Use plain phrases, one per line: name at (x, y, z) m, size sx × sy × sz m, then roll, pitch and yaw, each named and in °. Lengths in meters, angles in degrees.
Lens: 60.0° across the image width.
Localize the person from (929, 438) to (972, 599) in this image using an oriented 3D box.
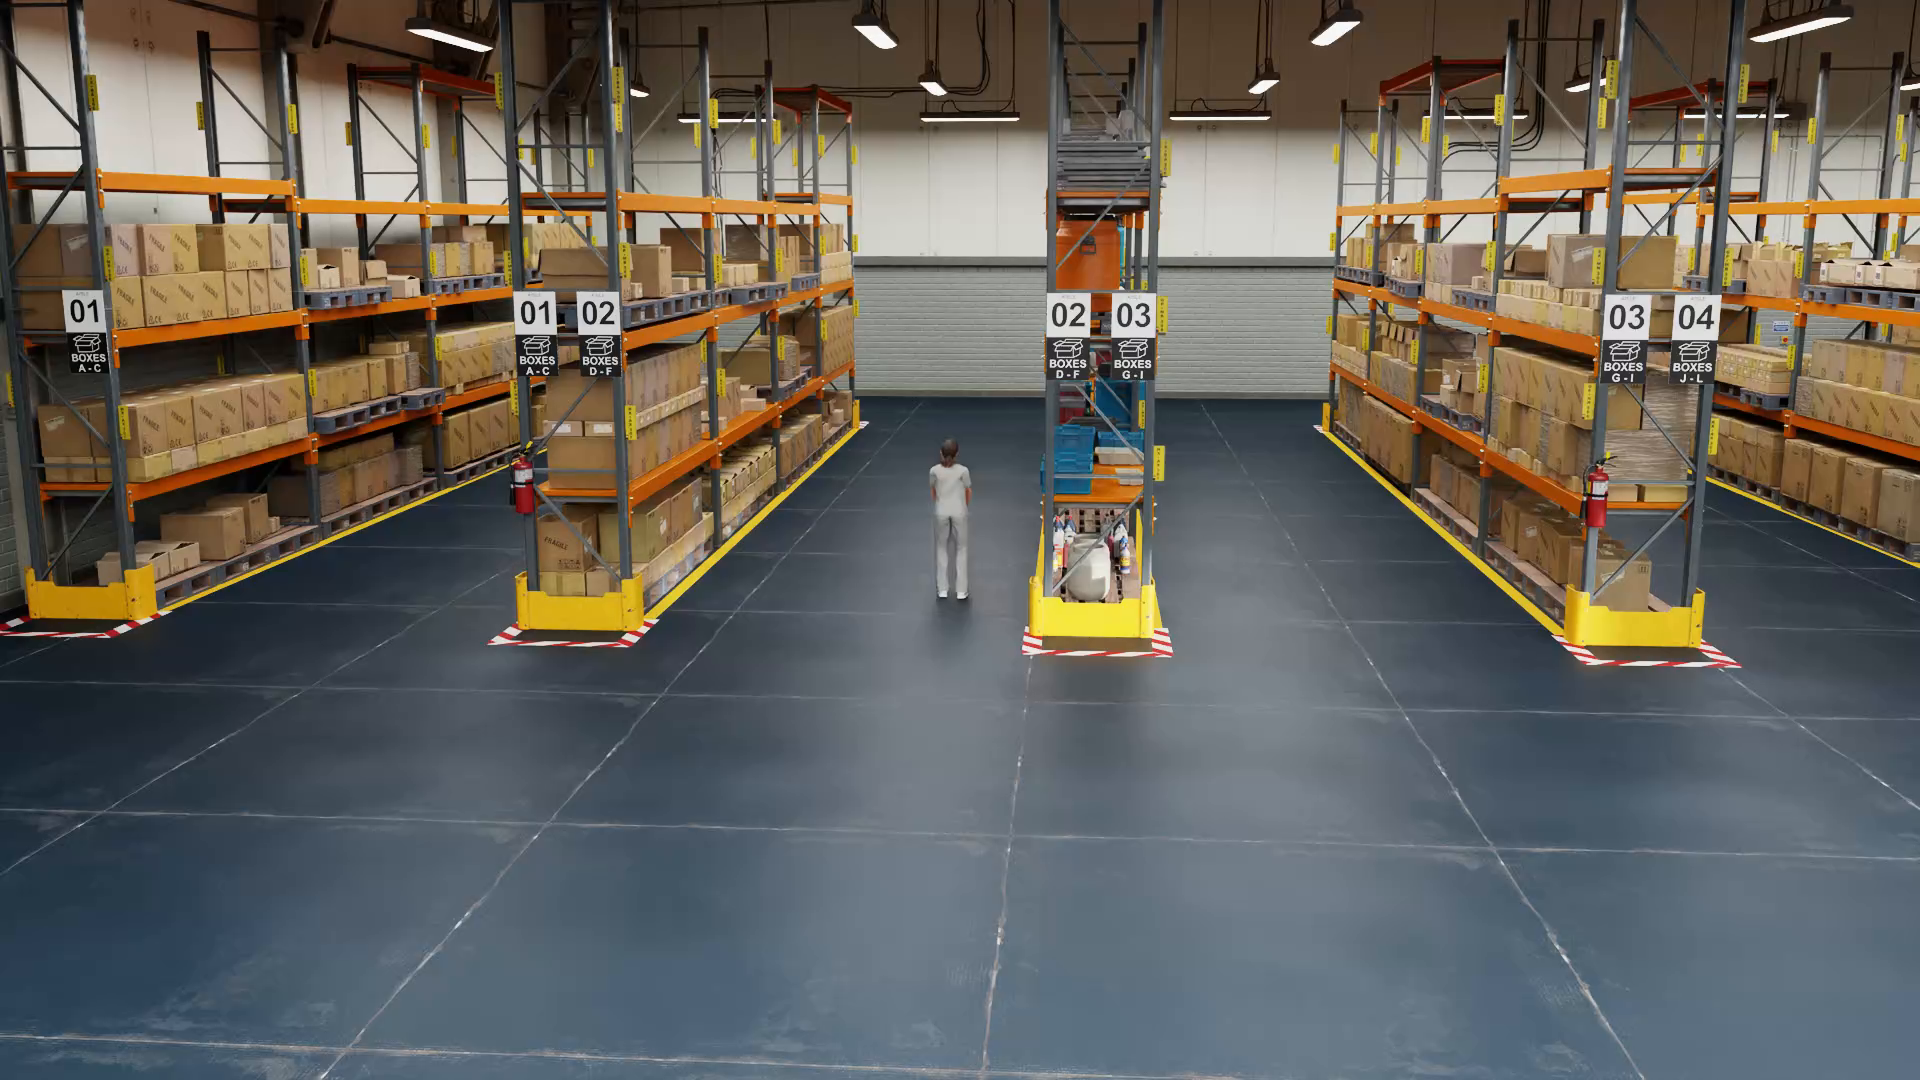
person at (-0.093, -0.237, 17.204) m, size 0.434 × 1.667 × 0.548 m, roll 1°, pitch 11°, yaw 4°
